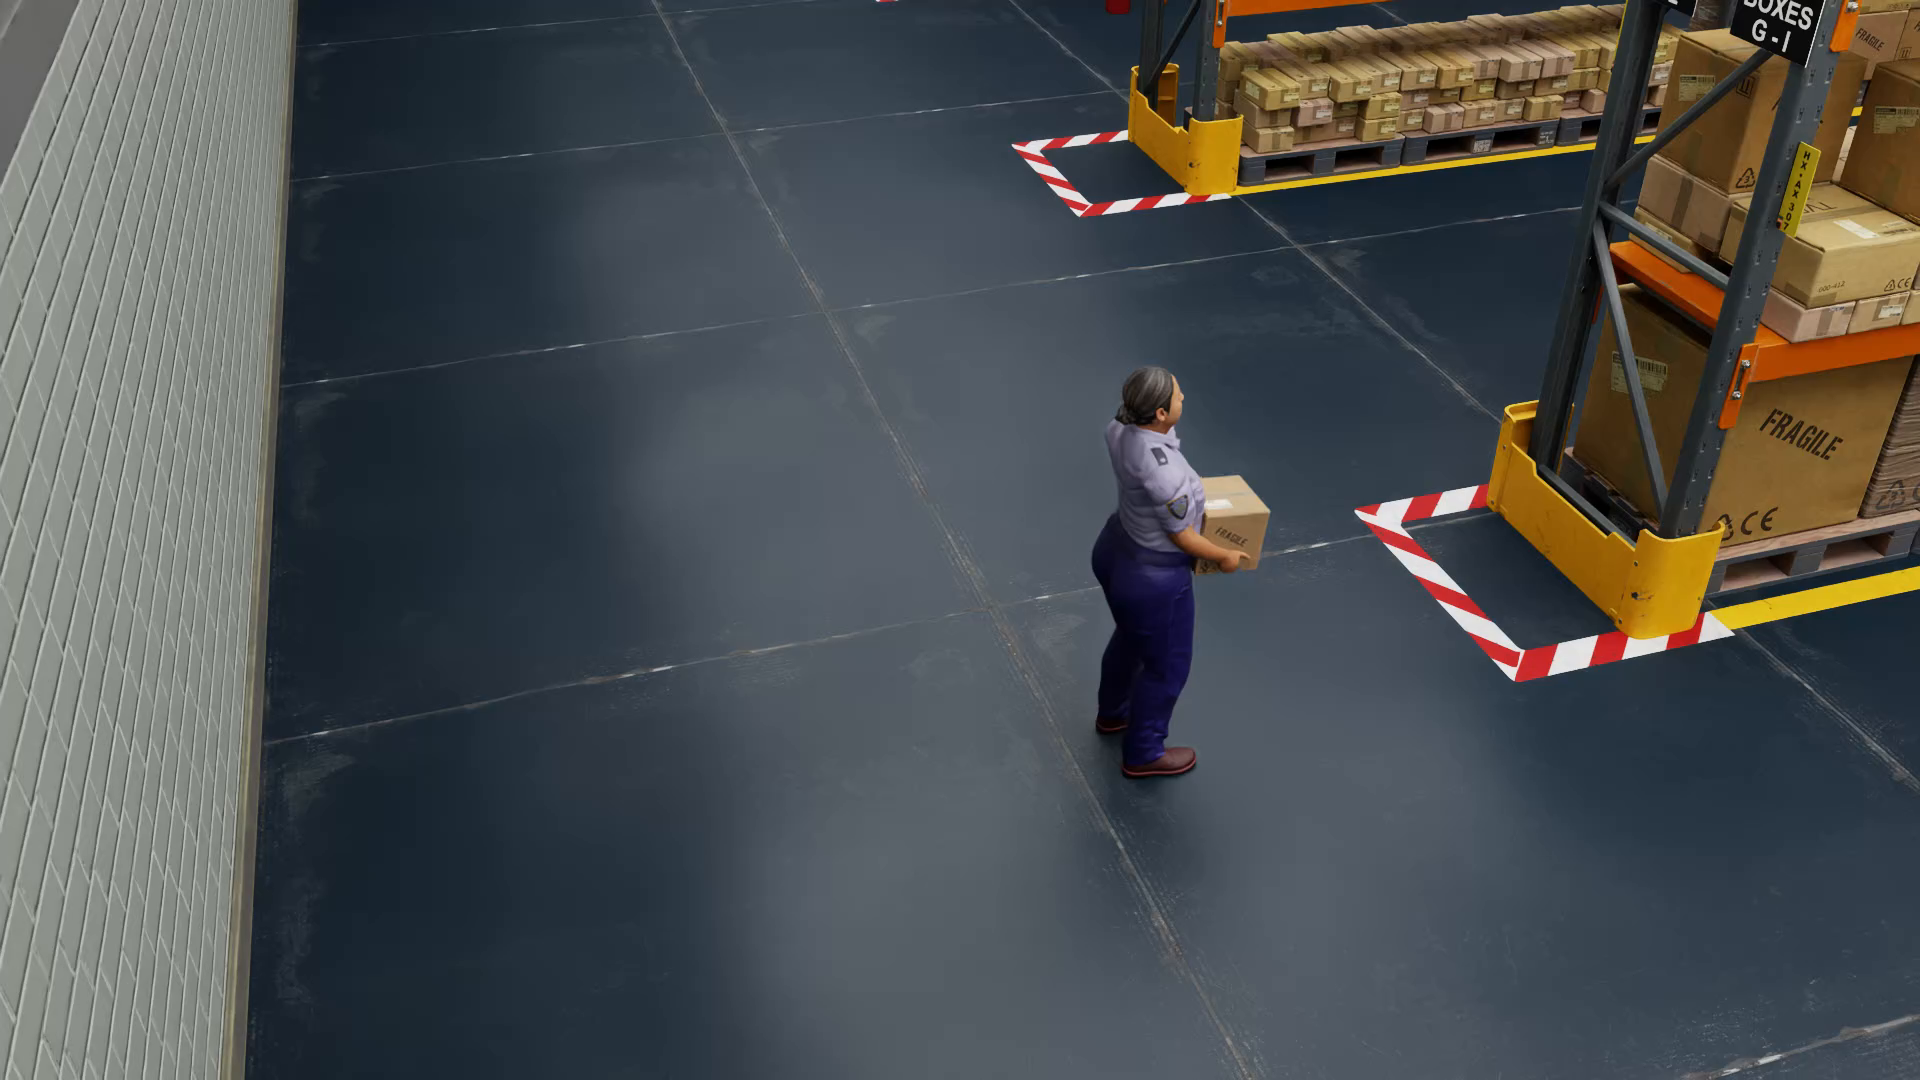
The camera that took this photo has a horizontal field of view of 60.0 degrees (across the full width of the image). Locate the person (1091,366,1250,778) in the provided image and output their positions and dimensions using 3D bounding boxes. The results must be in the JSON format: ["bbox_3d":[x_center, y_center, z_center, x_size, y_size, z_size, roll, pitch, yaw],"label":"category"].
[{"bbox_3d":[0.760,0.093,6.016,0.491,1.647,0.471,-10,35,-15],"label":"person"}]
